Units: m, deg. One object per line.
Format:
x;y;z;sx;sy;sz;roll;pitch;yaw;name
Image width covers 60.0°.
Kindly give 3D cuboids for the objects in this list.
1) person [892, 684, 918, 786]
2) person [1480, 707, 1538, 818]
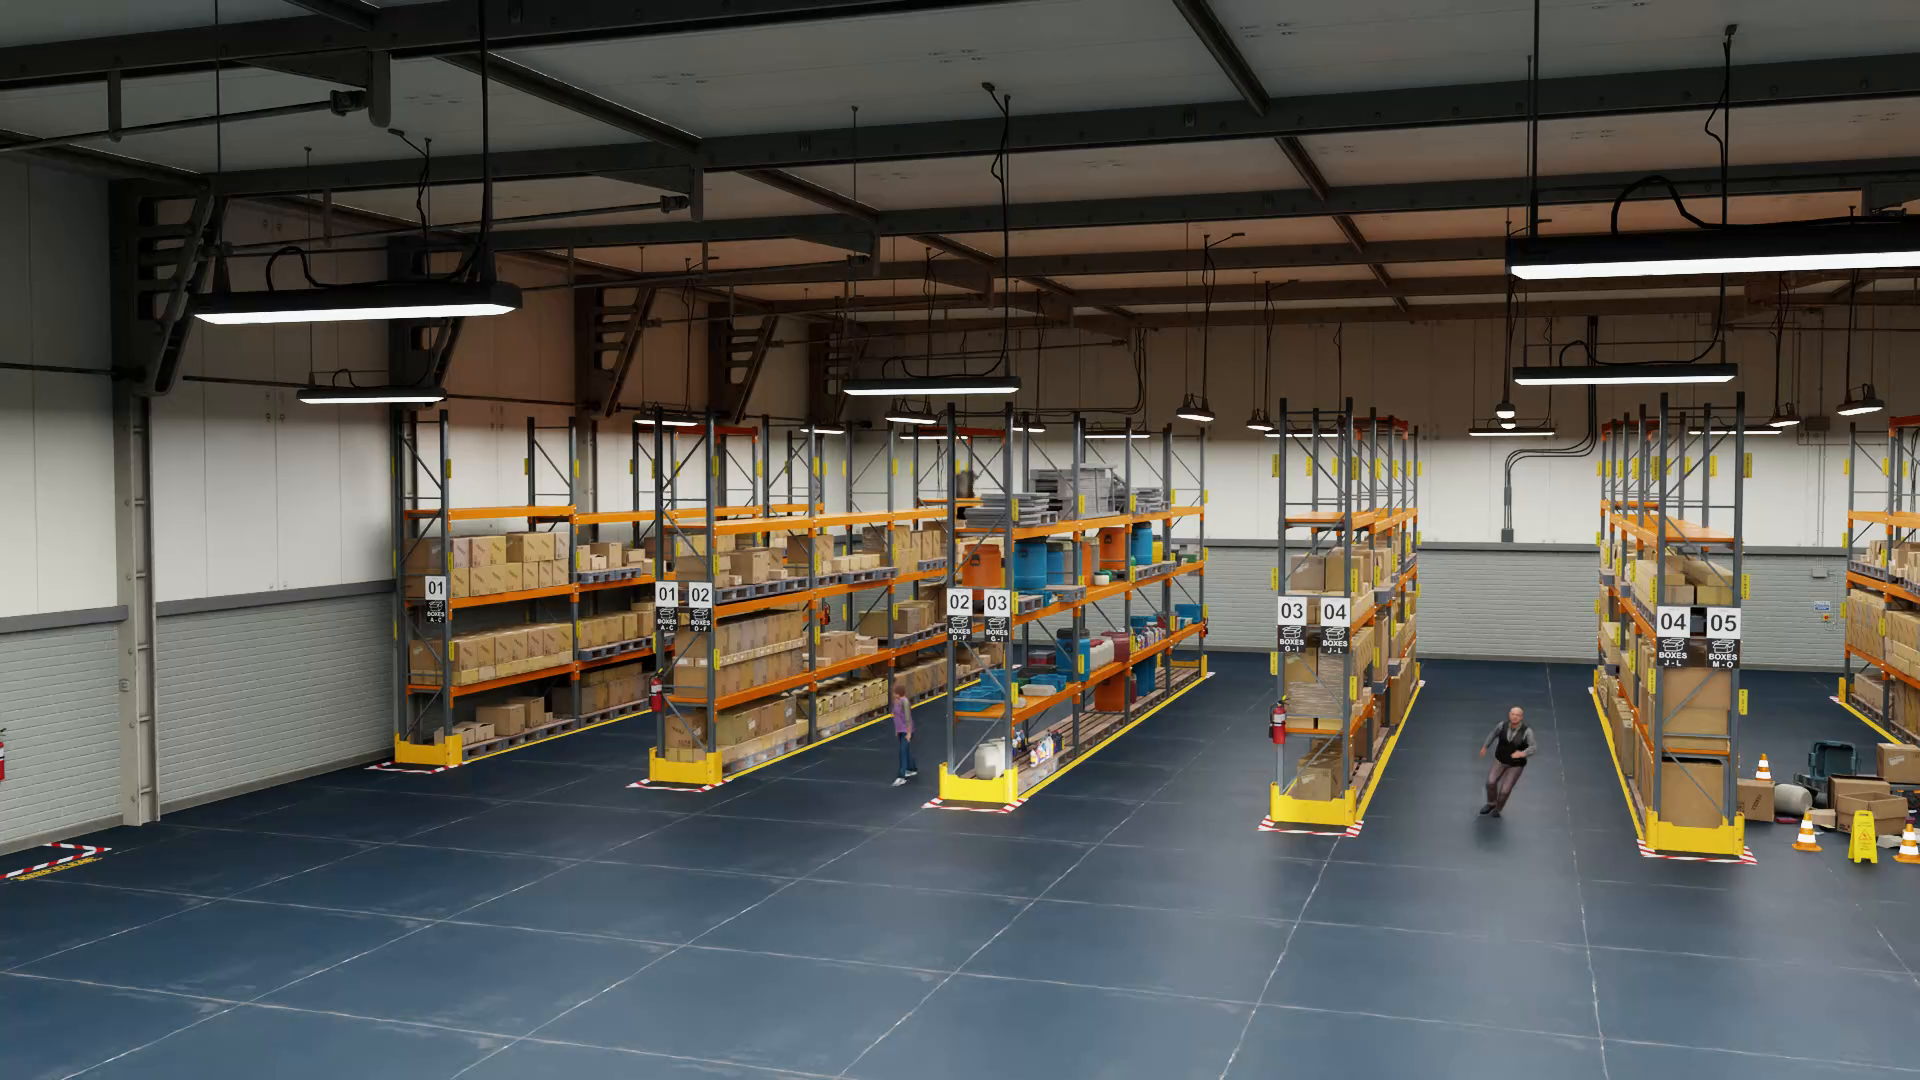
-0.891;3.083;26.564;0.657;1.597;0.685;-1;3;-30;person
7.790;3.183;23.683;0.829;1.618;0.676;1;3;24;person
